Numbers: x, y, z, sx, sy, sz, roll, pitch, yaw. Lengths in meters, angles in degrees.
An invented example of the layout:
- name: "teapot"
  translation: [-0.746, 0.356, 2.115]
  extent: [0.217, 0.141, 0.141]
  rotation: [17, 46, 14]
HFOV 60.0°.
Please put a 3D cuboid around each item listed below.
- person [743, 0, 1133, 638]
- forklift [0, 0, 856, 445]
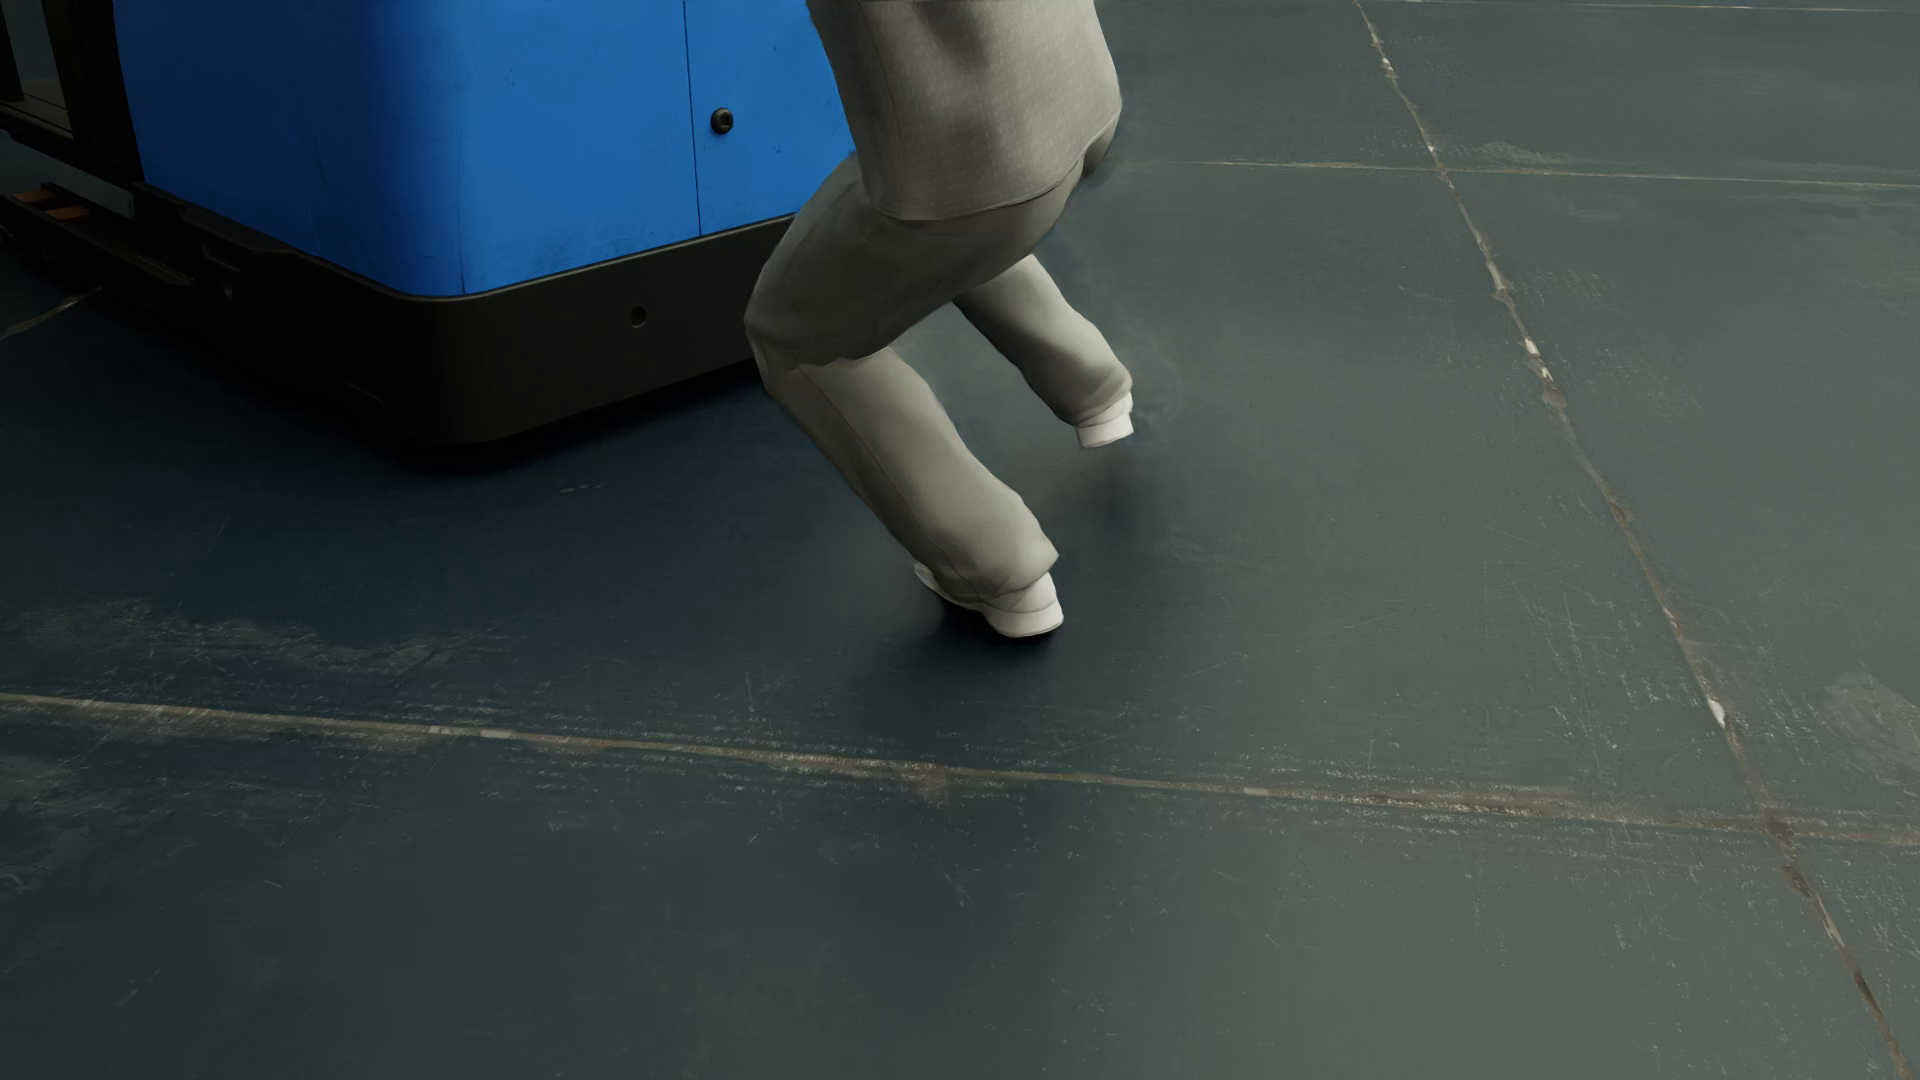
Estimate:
- name: "person"
  translation: [-0.138, -0.589, 2.109]
  extent: [0.824, 1.434, 1.187]
  rotation: [14, 30, 26]
- name: "forklift"
  translation: [-1.518, -2.017, 3.261]
  extent: [3.031, 2.935, 1.130]
  rotation: [24, 35, 39]
